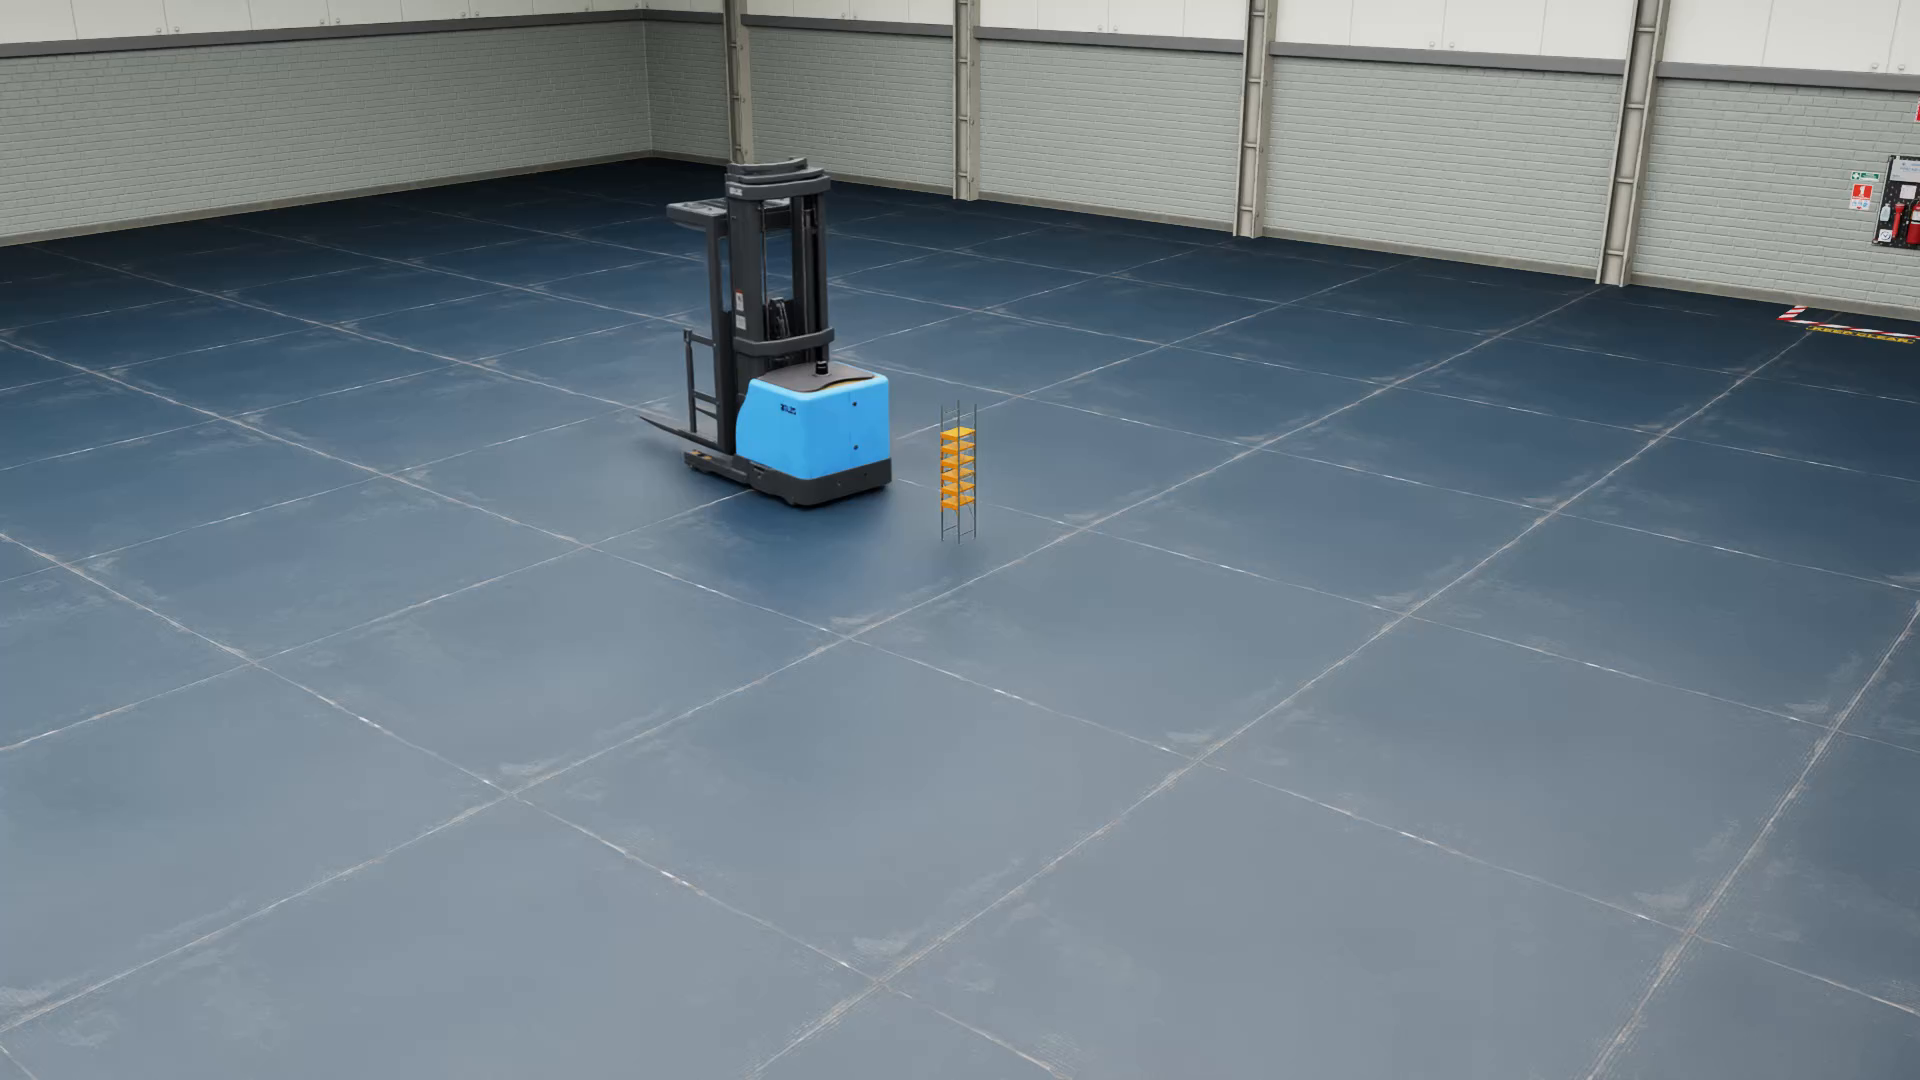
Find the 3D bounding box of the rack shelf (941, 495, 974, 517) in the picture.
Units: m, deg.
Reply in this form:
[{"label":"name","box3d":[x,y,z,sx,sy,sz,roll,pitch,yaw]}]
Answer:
[{"label":"rack shelf","box3d":[-0.011,-0.298,14.068,0.180,0.103,0.258,16,26,36]}]

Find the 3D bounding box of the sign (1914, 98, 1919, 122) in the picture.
[{"label":"sign","box3d":[12.230,-5.441,21.063,0.199,0.298,0.001,16,26,36]}]

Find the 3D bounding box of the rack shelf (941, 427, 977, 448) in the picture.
[{"label":"rack shelf","box3d":[-0.011,-0.860,13.856,0.180,0.103,0.258,16,26,36]}]

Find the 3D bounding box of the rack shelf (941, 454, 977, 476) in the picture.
[{"label":"rack shelf","box3d":[-0.011,-0.635,13.941,0.180,0.103,0.258,16,26,36]}]

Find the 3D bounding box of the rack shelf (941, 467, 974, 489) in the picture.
[{"label":"rack shelf","box3d":[-0.011,-0.523,13.983,0.180,0.103,0.258,16,26,36]}]

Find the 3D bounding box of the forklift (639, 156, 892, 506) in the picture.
[{"label":"forklift","box3d":[-1.999,-2.115,15.626,1.130,2.935,3.031,-18,27,-39]}]

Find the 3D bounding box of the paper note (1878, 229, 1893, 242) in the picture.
[{"label":"paper note","box3d":[12.079,-3.974,21.706,0.142,0.148,0.016,16,26,36]}]

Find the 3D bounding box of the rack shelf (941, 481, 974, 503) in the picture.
[{"label":"rack shelf","box3d":[-0.011,-0.411,14.025,0.180,0.103,0.258,16,26,36]}]

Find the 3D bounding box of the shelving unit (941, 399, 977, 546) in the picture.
[{"label":"shelving unit","box3d":[-0.011,-0.565,13.967,0.189,1.200,0.258,16,26,36]}]

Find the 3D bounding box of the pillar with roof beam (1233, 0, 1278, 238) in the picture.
[{"label":"pillar with roof beam","box3d":[2.044,-8.073,22.826,0.400,9.000,9.100,16,26,36]}]

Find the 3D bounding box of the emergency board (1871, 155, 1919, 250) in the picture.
[{"label":"emergency board","box3d":[12.173,-4.328,21.395,0.643,1.169,0.194,16,26,36]}]

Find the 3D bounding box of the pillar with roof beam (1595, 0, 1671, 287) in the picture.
[{"label":"pillar with roof beam","box3d":[6.693,-6.735,19.276,0.400,9.000,9.100,16,26,36]}]

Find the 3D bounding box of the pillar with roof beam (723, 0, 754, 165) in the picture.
[{"label":"pillar with roof beam","box3d":[-7.252,-10.751,29.925,0.400,9.000,9.100,16,26,36]}]

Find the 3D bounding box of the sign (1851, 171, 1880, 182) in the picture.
[{"label":"sign","box3d":[11.808,-4.740,21.688,0.331,0.109,0.001,16,26,36]}]

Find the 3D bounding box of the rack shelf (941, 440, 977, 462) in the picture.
[{"label":"rack shelf","box3d":[-0.011,-0.748,13.898,0.180,0.103,0.258,16,26,36]}]

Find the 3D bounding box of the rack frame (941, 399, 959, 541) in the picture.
[{"label":"rack frame","box3d":[-0.082,-0.585,14.021,0.006,1.200,0.240,16,26,36]}]

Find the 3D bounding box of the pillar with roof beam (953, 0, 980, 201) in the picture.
[{"label":"pillar with roof beam","box3d":[-2.604,-9.412,26.376,0.400,9.000,9.100,16,26,36]}]

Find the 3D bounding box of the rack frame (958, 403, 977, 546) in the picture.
[{"label":"rack frame","box3d":[0.060,-0.544,13.913,0.006,1.200,0.240,16,26,36]}]

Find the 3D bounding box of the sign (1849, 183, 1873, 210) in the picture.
[{"label":"sign","box3d":[11.810,-4.496,21.791,0.234,0.329,0.001,16,26,36]}]
